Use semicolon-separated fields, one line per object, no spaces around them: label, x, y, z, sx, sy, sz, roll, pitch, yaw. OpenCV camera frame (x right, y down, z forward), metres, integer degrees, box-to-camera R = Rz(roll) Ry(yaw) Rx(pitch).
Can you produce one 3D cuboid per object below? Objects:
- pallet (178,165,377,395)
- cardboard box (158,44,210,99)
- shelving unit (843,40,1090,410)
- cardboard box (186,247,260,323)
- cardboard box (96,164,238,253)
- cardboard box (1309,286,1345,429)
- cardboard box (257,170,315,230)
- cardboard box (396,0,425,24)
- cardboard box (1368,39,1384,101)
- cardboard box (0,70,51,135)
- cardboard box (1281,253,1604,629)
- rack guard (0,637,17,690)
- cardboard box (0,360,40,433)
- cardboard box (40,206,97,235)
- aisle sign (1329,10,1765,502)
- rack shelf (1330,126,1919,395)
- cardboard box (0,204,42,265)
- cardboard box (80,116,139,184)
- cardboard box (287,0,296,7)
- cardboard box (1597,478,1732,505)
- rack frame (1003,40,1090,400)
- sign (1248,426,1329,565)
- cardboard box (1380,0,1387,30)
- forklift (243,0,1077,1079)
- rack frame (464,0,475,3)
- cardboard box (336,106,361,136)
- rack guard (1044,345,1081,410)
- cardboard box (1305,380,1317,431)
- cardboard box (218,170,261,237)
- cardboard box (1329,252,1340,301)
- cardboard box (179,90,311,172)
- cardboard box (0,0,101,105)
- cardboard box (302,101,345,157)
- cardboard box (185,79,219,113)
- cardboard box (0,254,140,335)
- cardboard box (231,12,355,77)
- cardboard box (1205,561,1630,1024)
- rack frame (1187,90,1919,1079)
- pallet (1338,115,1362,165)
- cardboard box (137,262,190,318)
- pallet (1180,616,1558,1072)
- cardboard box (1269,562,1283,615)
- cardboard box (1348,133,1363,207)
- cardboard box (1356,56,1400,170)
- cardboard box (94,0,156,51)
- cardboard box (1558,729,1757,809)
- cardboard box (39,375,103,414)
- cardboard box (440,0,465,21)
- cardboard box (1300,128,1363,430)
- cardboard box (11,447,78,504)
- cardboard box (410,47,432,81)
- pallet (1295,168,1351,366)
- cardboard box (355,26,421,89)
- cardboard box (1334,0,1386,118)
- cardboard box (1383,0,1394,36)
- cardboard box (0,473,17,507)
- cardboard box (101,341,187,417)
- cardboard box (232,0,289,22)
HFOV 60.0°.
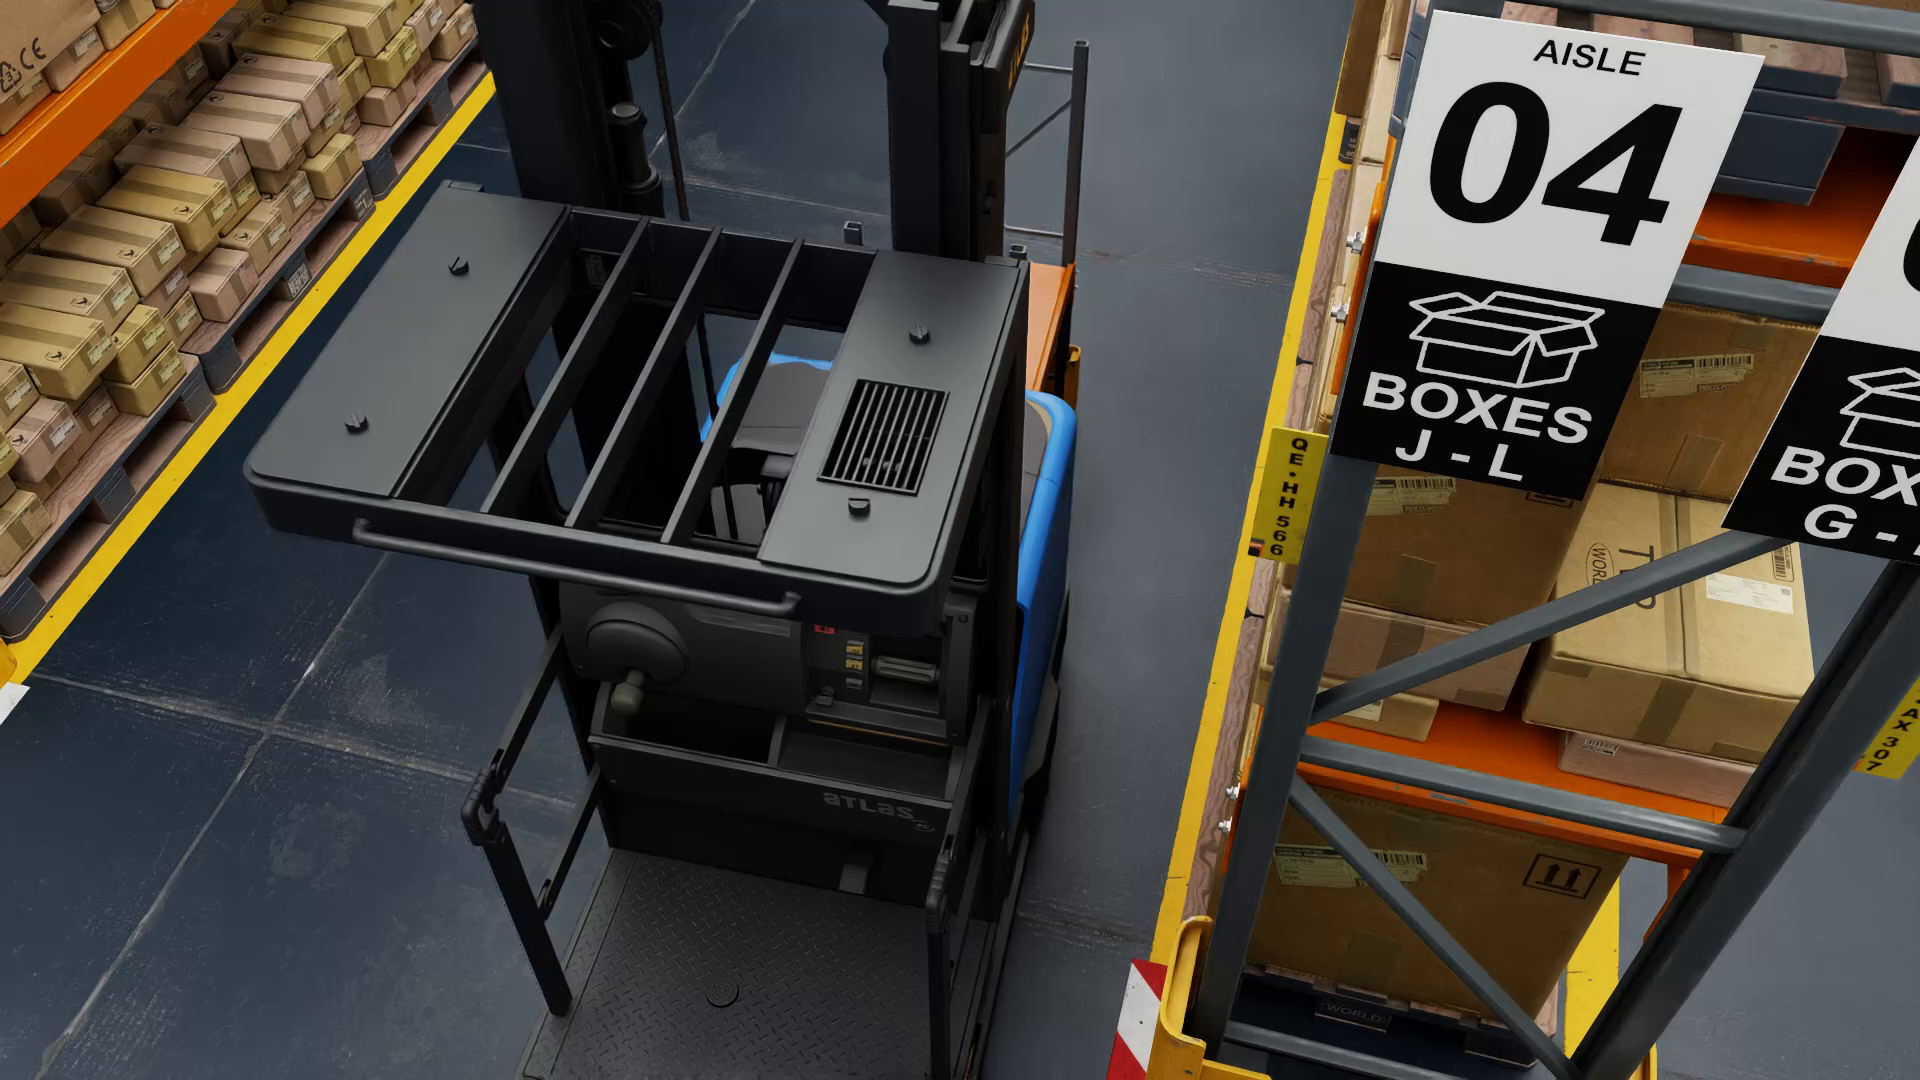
pallet;-3.079;-1.138;6.613;1.003;0.211;1.213;12;50;10
cardboard box;-3.248;-1.881;6.634;0.380;0.149;0.250;13;50;11
shelving unit;0.039;-0.684;5.353;0.587;1.500;1.083;9;49;8
cardboard box;-2.876;-0.973;6.229;0.380;0.149;0.250;9;49;8
cardboard box;-2.877;-1.205;6.038;0.380;0.149;0.250;12;50;11
cardboard box;1.095;-0.312;3.926;0.500;0.250;0.500;11;49;9
cardboard box;-2.797;-1.359;6.570;0.380;0.149;0.250;12;50;11
cardboard box;-2.488;-2.330;7.030;0.380;0.149;0.250;12;50;11
cardboard box;1.470;-1.399;5.151;0.380;0.149;0.250;11;49;10
cardboard box;-3.088;-1.414;5.165;0.380;0.149;0.250;11;50;10
cardboard box;0.964;-0.195;3.322;0.500;0.500;0.500;12;50;10
rack guard;-3.650;0.227;5.216;1.175;0.500;0.348;12;50;10
cardboard box;-3.247;-0.473;5.391;0.380;0.149;0.250;12;50;11
cardboard box;-3.462;-1.212;6.242;0.380;0.149;0.250;14;50;12
aisle sign;0.781;-0.361;2.334;0.394;0.787;0.004;12;50;10
rack shelf;1.615;-1.694;3.724;1.077;0.370;4.000;12;50;10
cardboard box;-3.561;-1.133;5.974;0.380;0.149;0.250;13;50;11
cardboard box;-3.343;-1.497;6.295;0.380;0.149;0.250;12;50;10
cardboard box;-3.001;-2.333;7.231;0.380;0.149;0.250;12;50;10
cardboard box;1.606;-0.213;3.839;0.500;0.250;0.500;11;49;10
rack frame;0.150;-1.063;5.687;0.500;1.500;0.032;9;49;8
sign;0.569;-0.072;2.883;0.100;0.325;0.005;12;50;10
cardboard box;1.605;-1.774;5.483;0.380;0.149;0.250;13;50;11
forklift;-0.473;0.338;3.497;1.130;2.935;3.031;9;49;8
rack frame;-2.617;-3.438;6.784;1.000;3.000;0.127;12;50;10
cardboard box;-2.734;-1.741;6.908;0.380;0.149;0.250;10;49;9
rack guard;0.146;-0.635;6.143;0.587;0.250;0.087;9;49;8
cardboard box;1.066;-0.284;4.167;0.380;0.149;0.250;12;50;11
cardboard box;-2.916;-1.322;6.339;0.380;0.149;0.250;14;50;12
cardboard box;1.200;-0.659;4.499;0.380;0.149;0.250;12;50;10
cardboard box;-2.732;-1.564;6.355;0.380;0.149;0.250;10;49;9
cardboard box;-3.028;-1.691;4.977;0.500;0.500;0.500;12;50;11
cardboard box;-2.715;-1.696;6.669;0.380;0.149;0.250;13;50;11
cardboard box;-3.199;-1.760;6.726;0.380;0.149;0.250;14;50;12
cardboard box;-3.072;-0.825;5.702;0.380;0.149;0.250;9;49;8
cardboard box;-2.690;-1.976;6.718;0.380;0.149;0.250;13;50;11
cardboard box;1.180;0.592;4.364;0.875;0.875;0.875;12;50;10
rack frame;1.089;0.507;3.302;1.000;3.000;0.127;12;50;10
pallet;2.272;-2.037;7.407;1.003;0.211;1.213;12;50;10
cardboard box;-3.028;-0.924;5.988;0.380;0.149;0.250;9;49;8
pallet;1.224;0.836;4.872;1.003;0.211;1.213;12;50;10
cardboard box;0.932;0.079;3.847;0.380;0.149;0.250;12;50;10
cardboard box;1.334;-1.027;4.824;0.380;0.149;0.250;10;49;9
cardboard box;1.361;-1.058;4.584;0.500;0.250;0.500;12;50;10
cardboard box;-2.907;-1.770;5.479;0.380;0.149;0.250;13;50;11
cardboard box;1.501;0.398;3.565;0.380;0.149;0.250;12;50;10
cardboard box;-3.178;-0.549;5.657;0.380;0.149;0.250;12;50;11
cardboard box;-2.393;-2.442;7.327;0.380;0.149;0.250;12;50;11
cardboard box;1.654;-0.710;5.513;0.875;0.875;0.875;12;50;10
cardboard box;-3.233;-0.262;5.602;0.380;0.149;0.250;11;50;10
cardboard box;-2.540;-2.112;7.234;0.380;0.149;0.250;13;50;11
pallet;1.866;-0.929;6.429;1.003;0.211;1.213;12;50;10
cardboard box;-2.506;-2.046;6.978;0.380;0.149;0.250;10;49;9
cardboard box;2.291;-2.289;6.907;1.225;0.875;0.875;12;50;10
cardboard box;1.630;-1.788;5.229;0.500;0.250;0.500;11;50;10
cardboard box;-3.284;-0.168;5.320;0.380;0.149;0.250;13;50;12
cardboard box;-3.001;-0.606;5.906;0.380;0.149;0.250;12;50;10
cardboard box;-3.056;-2.242;6.953;0.380;0.149;0.250;11;49;10
